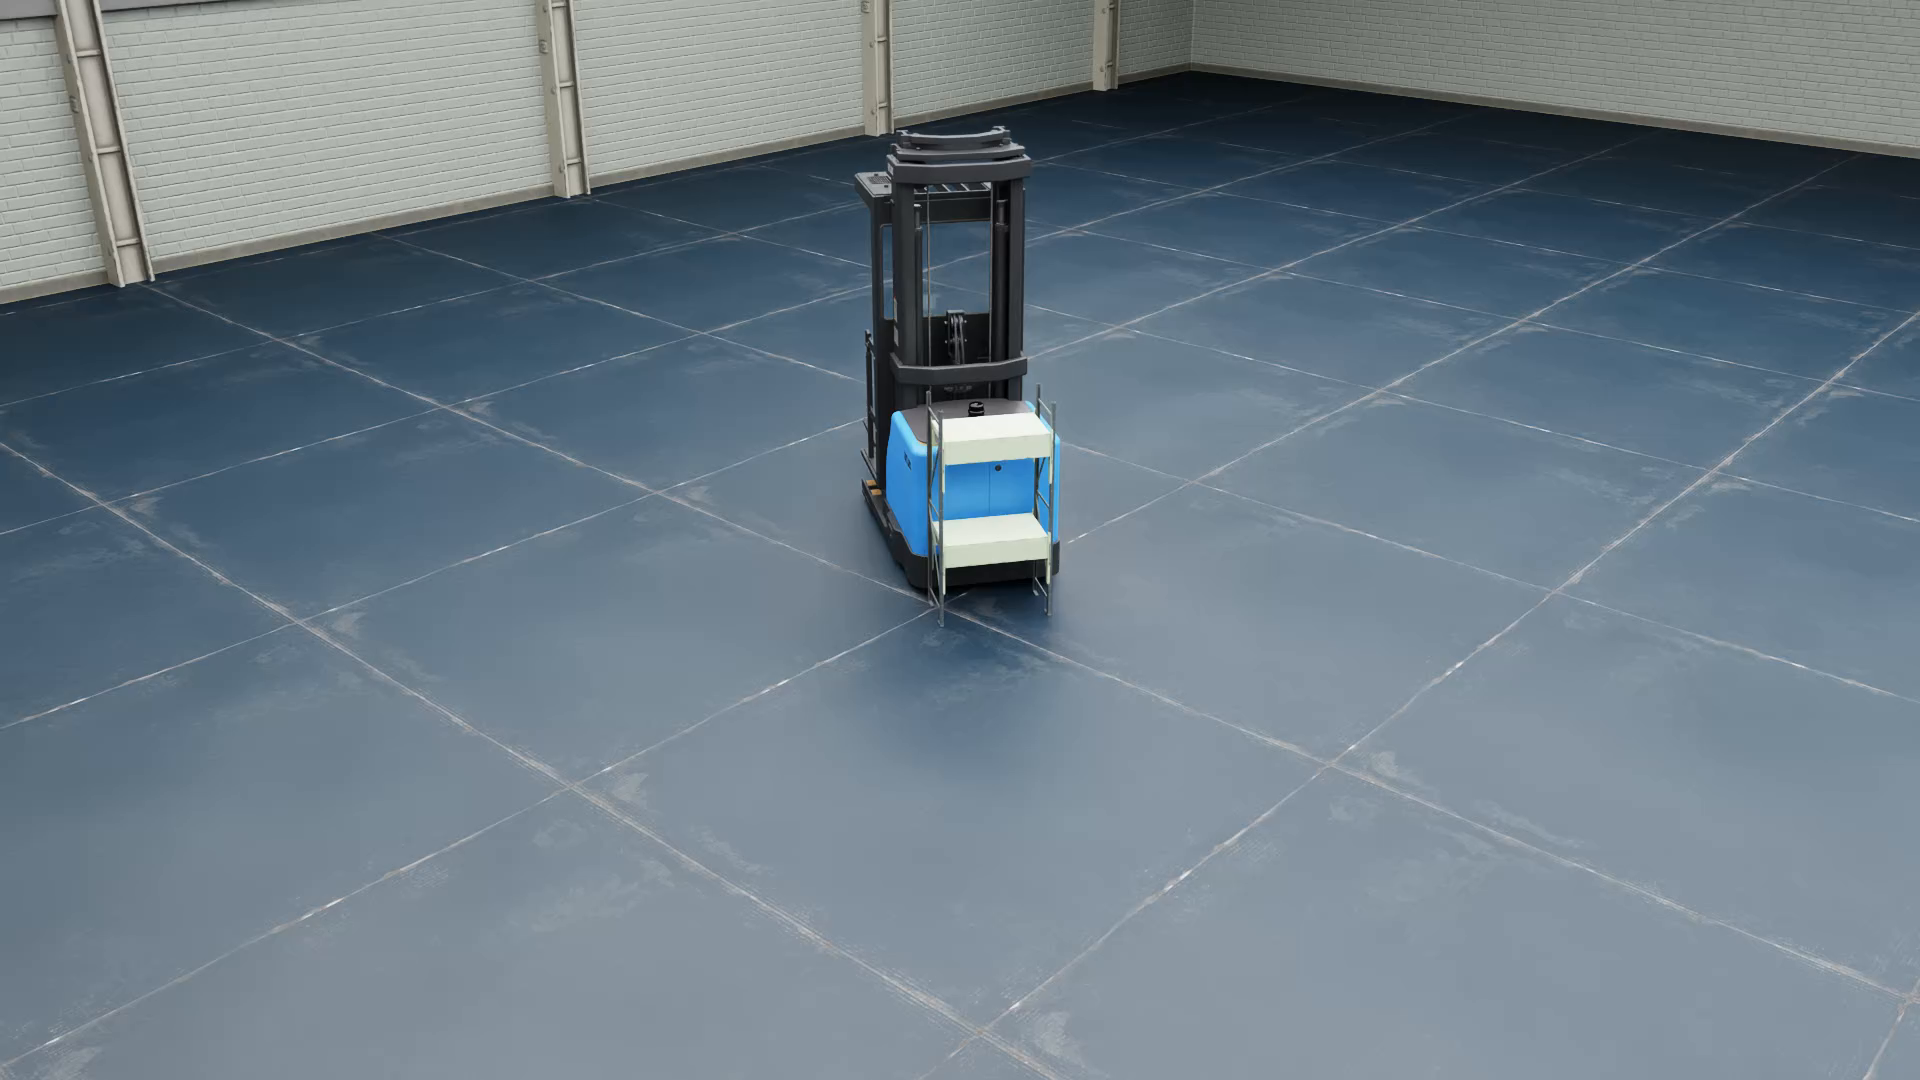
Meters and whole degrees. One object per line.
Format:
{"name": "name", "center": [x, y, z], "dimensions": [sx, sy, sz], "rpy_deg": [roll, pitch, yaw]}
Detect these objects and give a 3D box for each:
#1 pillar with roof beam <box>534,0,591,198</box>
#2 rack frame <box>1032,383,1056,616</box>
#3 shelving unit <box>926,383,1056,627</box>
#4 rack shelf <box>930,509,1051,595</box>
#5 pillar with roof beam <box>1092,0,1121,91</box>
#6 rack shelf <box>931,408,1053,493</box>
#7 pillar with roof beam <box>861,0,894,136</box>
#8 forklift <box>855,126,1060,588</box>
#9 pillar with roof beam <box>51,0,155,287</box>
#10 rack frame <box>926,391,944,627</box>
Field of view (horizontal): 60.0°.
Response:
{"name": "pillar with roof beam", "center": [-2.110, -7.671, 18.330], "dimensions": [9.100, 9.000, 0.400], "rpy_deg": [20, 31, 38]}
{"name": "rack frame", "center": [0.551, -0.258, 10.963], "dimensions": [0.023, 1.500, 0.400], "rpy_deg": [-5, 25, -12]}
{"name": "shelving unit", "center": [0.195, -0.224, 10.889], "dimensions": [0.755, 1.500, 0.431], "rpy_deg": [-5, 25, -12]}
{"name": "rack shelf", "center": [0.195, 0.073, 11.022], "dimensions": [0.720, 0.370, 0.431], "rpy_deg": [-5, 25, -12]}
{"name": "pillar with roof beam", "center": [5.899, -11.327, 26.485], "dimensions": [9.100, 9.000, 0.400], "rpy_deg": [20, 31, 38]}
{"name": "rack shelf", "center": [0.195, -0.581, 10.729], "dimensions": [0.720, 0.370, 0.431], "rpy_deg": [-5, 25, -12]}
{"name": "pillar with roof beam", "center": [1.894, -9.499, 22.408], "dimensions": [9.100, 9.000, 0.400], "rpy_deg": [20, 31, 38]}
{"name": "forklift", "center": [-0.139, -1.586, 12.175], "dimensions": [1.130, 2.935, 3.031], "rpy_deg": [-5, 25, -12]}
{"name": "pillar with roof beam", "center": [-6.114, -5.843, 14.253], "dimensions": [9.100, 9.000, 0.400], "rpy_deg": [20, 31, 38]}
{"name": "rack frame", "center": [-0.162, -0.191, 10.814], "dimensions": [0.023, 1.500, 0.400], "rpy_deg": [-5, 25, -12]}
